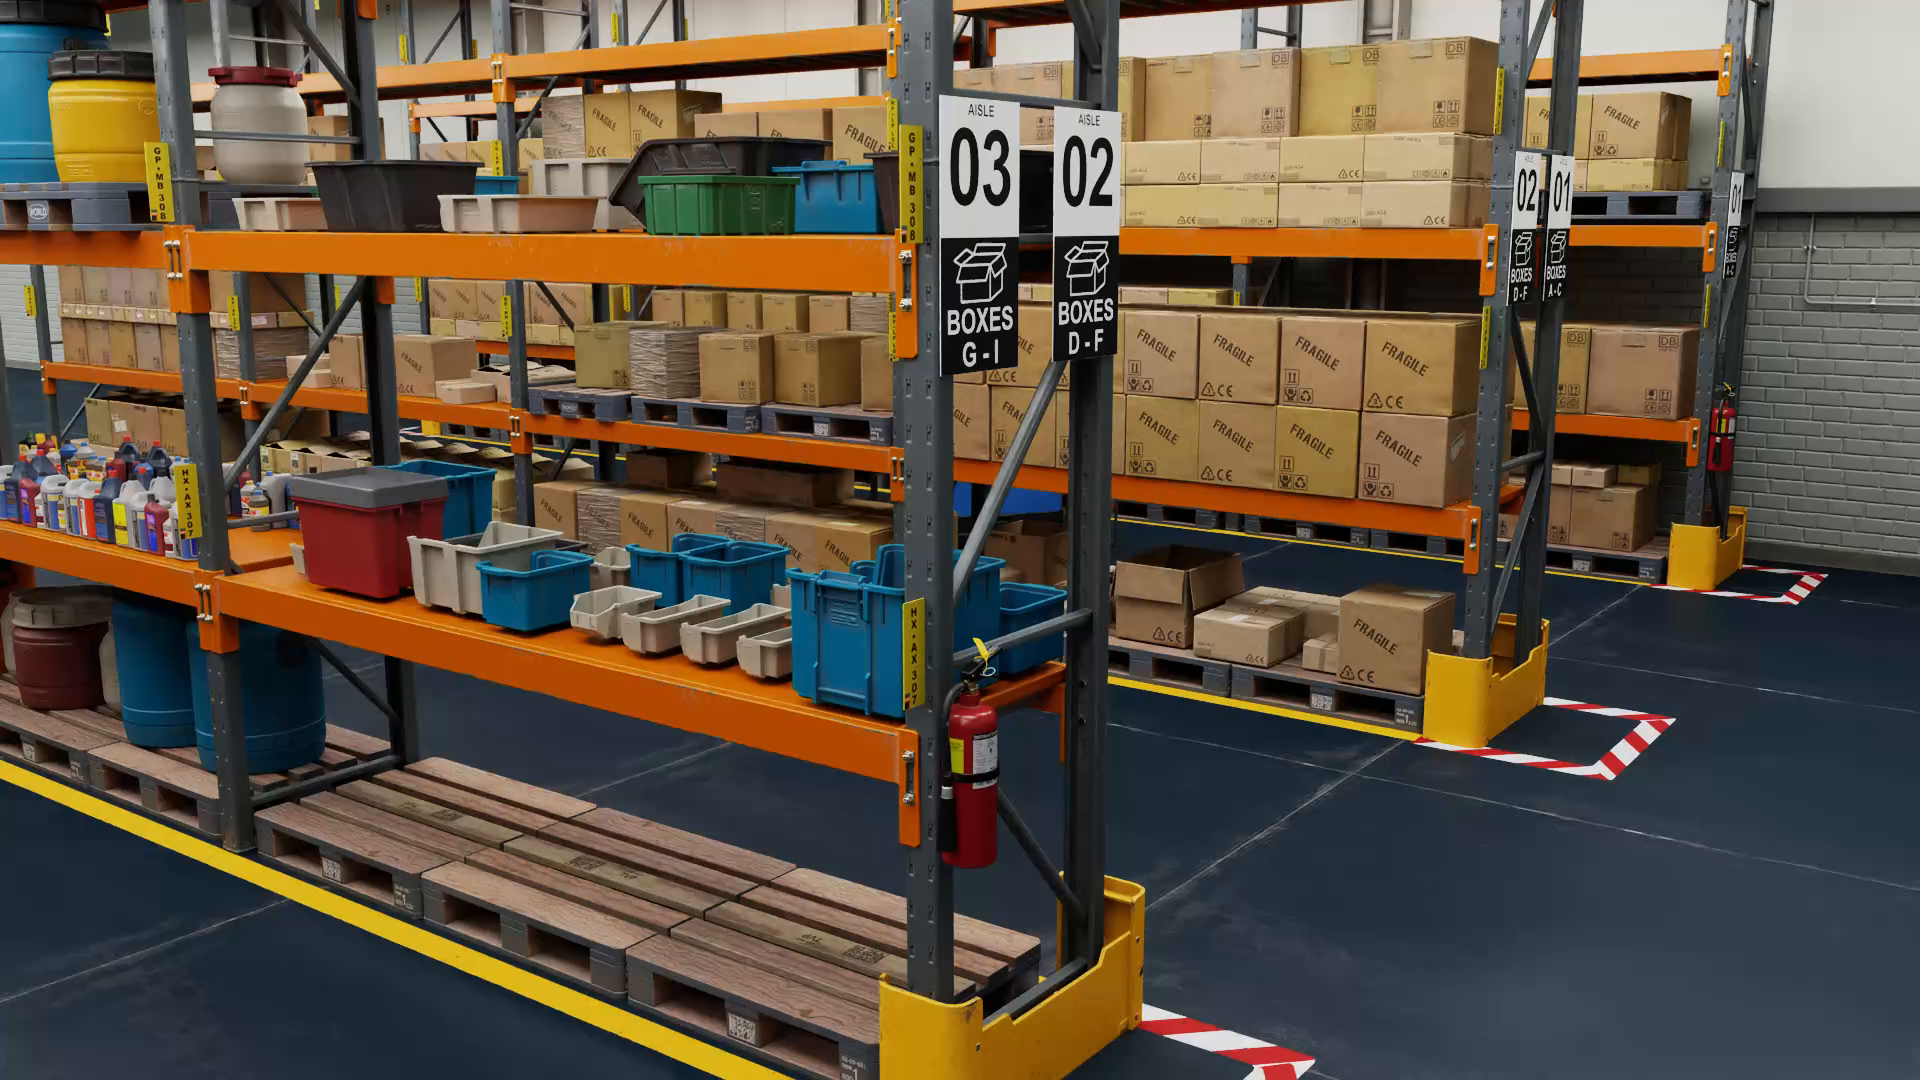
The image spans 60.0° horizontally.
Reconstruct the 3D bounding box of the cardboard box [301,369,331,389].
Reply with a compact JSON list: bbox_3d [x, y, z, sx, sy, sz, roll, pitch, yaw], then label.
[{"bbox_3d":[-5.968,-1.519,15.646,0.250,0.149,0.380,8,13,36],"label":"cardboard box"}]

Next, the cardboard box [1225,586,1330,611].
[{"bbox_3d":[2.034,0.493,10.666,0.500,0.250,0.500,8,13,36],"label":"cardboard box"}]

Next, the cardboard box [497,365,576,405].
[{"bbox_3d":[-3.605,-1.327,14.228,0.500,0.311,0.500,9,14,39],"label":"cardboard box"}]

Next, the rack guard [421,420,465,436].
[{"bbox_3d":[-6.795,-1.746,22.738,0.348,0.500,1.175,8,13,36],"label":"rack guard"}]

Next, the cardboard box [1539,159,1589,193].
[{"bbox_3d":[4.872,-2.937,13.444,0.500,0.250,0.500,7,13,33],"label":"cardboard box"}]

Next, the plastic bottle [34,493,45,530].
[{"bbox_3d":[-4.663,-0.161,8.488,0.097,0.201,0.097,0,11,0],"label":"plastic bottle"}]

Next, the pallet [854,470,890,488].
[{"bbox_3d":[-1.037,-0.801,18.616,1.213,0.211,1.003,8,13,36],"label":"pallet"}]

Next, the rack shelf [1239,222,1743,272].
[{"bbox_3d":[4.428,-2.527,14.193,4.000,0.370,1.077,8,13,36],"label":"rack shelf"}]

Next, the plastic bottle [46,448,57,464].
[{"bbox_3d":[-5.426,-0.446,9.962,0.097,0.201,0.097,0,11,0],"label":"plastic bottle"}]

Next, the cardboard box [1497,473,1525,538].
[{"bbox_3d":[4.607,-0.338,14.355,0.500,0.500,0.700,7,13,34],"label":"cardboard box"}]

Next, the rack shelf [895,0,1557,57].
[{"bbox_3d":[1.499,-3.240,9.986,4.000,0.370,1.077,8,13,36],"label":"rack shelf"}]

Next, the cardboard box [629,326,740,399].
[{"bbox_3d":[-2.139,-1.393,12.965,0.700,0.500,0.500,-10,15,-42],"label":"cardboard box"}]

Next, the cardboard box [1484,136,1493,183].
[{"bbox_3d":[2.851,-2.166,9.511,0.500,0.250,0.500,8,13,36],"label":"cardboard box"}]

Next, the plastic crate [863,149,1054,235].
[{"bbox_3d":[0.030,-1.161,5.579,0.590,0.269,0.497,8,13,36],"label":"plastic crate"}]

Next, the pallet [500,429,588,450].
[{"bbox_3d":[-5.182,-1.370,21.556,1.213,0.211,1.003,8,13,36],"label":"pallet"}]

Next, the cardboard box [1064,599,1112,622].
[{"bbox_3d":[0.800,0.477,10.967,0.250,0.166,0.380,8,13,36],"label":"cardboard box"}]

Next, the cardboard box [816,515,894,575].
[{"bbox_3d":[-0.681,0.126,11.905,0.500,0.500,0.500,8,13,35],"label":"cardboard box"}]

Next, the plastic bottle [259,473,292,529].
[{"bbox_3d":[-3.491,-0.207,8.527,0.135,0.276,0.152,8,13,36],"label":"plastic bottle"}]

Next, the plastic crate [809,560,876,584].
[{"bbox_3d":[-0.359,0.234,6.204,0.300,0.233,0.416,8,13,36],"label":"plastic crate"}]

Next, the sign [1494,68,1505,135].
[{"bbox_3d":[2.766,-2.249,8.528,0.005,0.325,0.100,8,13,36],"label":"sign"}]

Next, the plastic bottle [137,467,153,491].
[{"bbox_3d":[-4.047,-0.188,8.233,0.185,0.351,0.144,8,13,36],"label":"plastic bottle"}]

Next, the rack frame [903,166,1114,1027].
[{"bbox_3d":[0.176,0.334,5.407,0.127,3.000,1.000,8,13,36],"label":"rack frame"}]

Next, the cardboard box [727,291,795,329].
[{"bbox_3d":[-2.247,-2.602,19.158,0.500,0.500,0.700,10,15,43],"label":"cardboard box"}]

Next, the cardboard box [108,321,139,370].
[{"bbox_3d":[-8.594,-2.103,17.737,0.500,0.500,0.700,8,14,36],"label":"cardboard box"}]

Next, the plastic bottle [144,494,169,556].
[{"bbox_3d":[-3.771,-0.073,7.814,0.133,0.283,0.061,8,13,36],"label":"plastic bottle"}]

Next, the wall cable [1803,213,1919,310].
[{"bbox_3d":[7.632,-1.683,13.155,1.851,1.984,0.084,8,13,36],"label":"wall cable"}]

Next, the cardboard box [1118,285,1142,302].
[{"bbox_3d":[1.470,-2.335,16.131,0.500,0.250,0.500,8,14,37],"label":"cardboard box"}]

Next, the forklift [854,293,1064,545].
[{"bbox_3d":[-0.649,-1.394,14.519,3.031,2.935,1.130,-4,12,-19],"label":"forklift"}]

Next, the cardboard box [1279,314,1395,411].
[{"bbox_3d":[2.181,-1.029,9.554,0.500,0.500,0.500,8,14,37],"label":"cardboard box"}]

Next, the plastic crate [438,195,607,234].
[{"bbox_3d":[-1.637,-1.204,6.152,0.530,0.136,0.437,8,13,36],"label":"plastic crate"}]

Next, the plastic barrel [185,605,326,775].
[{"bbox_3d":[-3.477,0.644,8.221,0.708,0.901,0.600,8,13,36],"label":"plastic barrel"}]

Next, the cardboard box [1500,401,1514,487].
[{"bbox_3d":[2.909,-0.563,9.782,0.500,0.500,0.500,8,14,37],"label":"cardboard box"}]

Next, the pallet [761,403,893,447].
[{"bbox_3d":[-0.693,-0.886,12.218,1.213,0.211,1.003,8,13,36],"label":"pallet"}]

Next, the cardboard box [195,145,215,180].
[{"bbox_3d":[-7.814,-3.776,17.007,0.637,0.503,0.797,10,15,42],"label":"cardboard box"}]

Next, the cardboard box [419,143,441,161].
[{"bbox_3d":[-6.690,-4.924,21.738,0.500,0.500,0.500,7,13,31],"label":"cardboard box"}]

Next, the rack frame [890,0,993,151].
[{"bbox_3d":[-0.113,-3.819,11.079,0.127,3.000,1.000,8,13,36],"label":"rack frame"}]

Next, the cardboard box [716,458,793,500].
[{"bbox_3d":[-1.570,-0.491,13.120,0.500,0.250,0.500,8,13,34],"label":"cardboard box"}]

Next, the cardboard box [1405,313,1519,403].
[{"bbox_3d":[2.909,-1.054,9.687,0.500,0.500,0.500,8,14,37],"label":"cardboard box"}]

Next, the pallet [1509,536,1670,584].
[{"bbox_3d":[5.349,0.108,13.915,1.213,0.211,1.003,8,13,36],"label":"pallet"}]

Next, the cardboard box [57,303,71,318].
[{"bbox_3d":[-9.597,-2.513,18.153,0.250,0.149,0.380,8,13,35],"label":"cardboard box"}]

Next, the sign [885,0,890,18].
[{"bbox_3d":[-0.722,-5.441,16.795,0.005,0.325,0.100,8,13,36],"label":"sign"}]

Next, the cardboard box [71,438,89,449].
[{"bbox_3d":[-9.485,-0.985,18.357,0.500,0.250,0.500,8,13,36],"label":"cardboard box"}]

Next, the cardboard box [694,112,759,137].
[{"bbox_3d":[-1.553,-2.868,12.429,0.600,0.600,0.600,7,13,33],"label":"cardboard box"}]

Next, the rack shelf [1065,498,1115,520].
[{"bbox_3d":[1.160,-0.276,14.697,0.258,0.148,0.480,-5,12,-26],"label":"rack shelf"}]

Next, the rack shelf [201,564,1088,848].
[{"bbox_3d":[-1.436,0.462,6.638,4.000,0.370,1.077,8,13,36],"label":"rack shelf"}]

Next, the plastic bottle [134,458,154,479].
[{"bbox_3d":[-4.449,-0.310,9.075,0.097,0.271,0.097,0,11,0],"label":"plastic bottle"}]

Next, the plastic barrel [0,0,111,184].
[{"bbox_3d":[-4.515,-2.209,8.230,0.708,0.901,0.600,8,13,36],"label":"plastic barrel"}]

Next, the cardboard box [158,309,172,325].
[{"bbox_3d":[-7.930,-2.282,16.955,0.250,0.149,0.380,8,14,37],"label":"cardboard box"}]

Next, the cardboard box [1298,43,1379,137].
[{"bbox_3d":[2.334,-2.561,9.579,0.500,0.500,0.700,8,13,36],"label":"cardboard box"}]

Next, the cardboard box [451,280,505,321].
[{"bbox_3d":[-6.257,-3.129,21.676,0.500,0.500,0.500,8,14,36],"label":"cardboard box"}]

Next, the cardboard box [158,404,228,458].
[{"bbox_3d":[-7.866,-1.130,17.132,0.500,0.500,0.500,8,13,36],"label":"cardboard box"}]

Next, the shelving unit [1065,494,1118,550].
[{"bbox_3d":[1.160,-0.537,14.647,0.258,1.200,0.503,-5,12,-26],"label":"shelving unit"}]

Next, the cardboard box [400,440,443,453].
[{"bbox_3d":[-5.241,-0.789,15.869,0.500,0.311,0.500,8,13,35],"label":"cardboard box"}]

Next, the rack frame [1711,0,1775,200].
[{"bbox_3d":[6.040,-4.128,12.677,0.127,3.000,1.000,8,13,36],"label":"rack frame"}]

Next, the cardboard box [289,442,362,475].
[{"bbox_3d":[-5.975,-0.763,15.734,0.500,0.311,0.500,8,13,35],"label":"cardboard box"}]

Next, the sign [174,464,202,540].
[{"bbox_3d":[-3.376,-0.168,7.271,0.005,0.325,0.100,8,13,36],"label":"sign"}]
